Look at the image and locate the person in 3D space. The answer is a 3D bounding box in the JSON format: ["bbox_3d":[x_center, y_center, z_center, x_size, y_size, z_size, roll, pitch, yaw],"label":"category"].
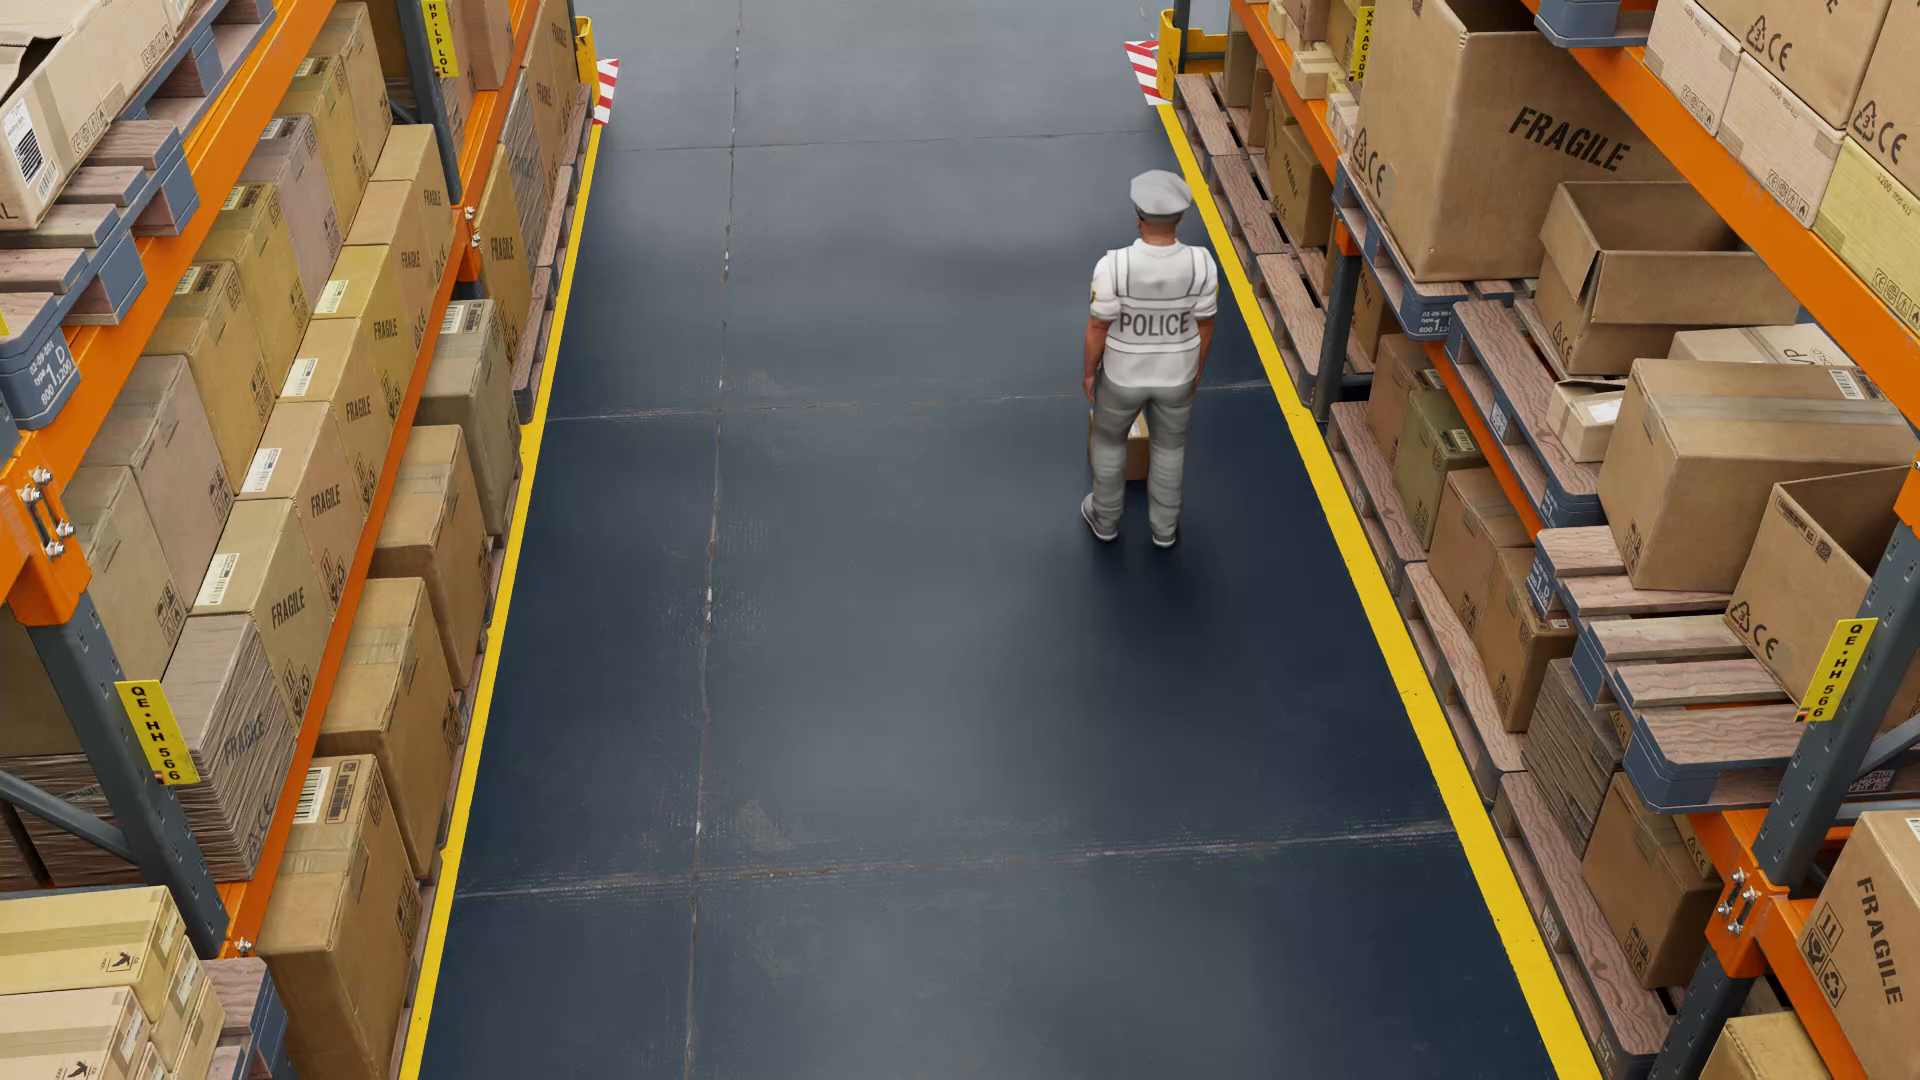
[{"bbox_3d":[0.780,-0.741,7.059,0.533,1.759,0.420,-2,39,-3],"label":"person"}]
